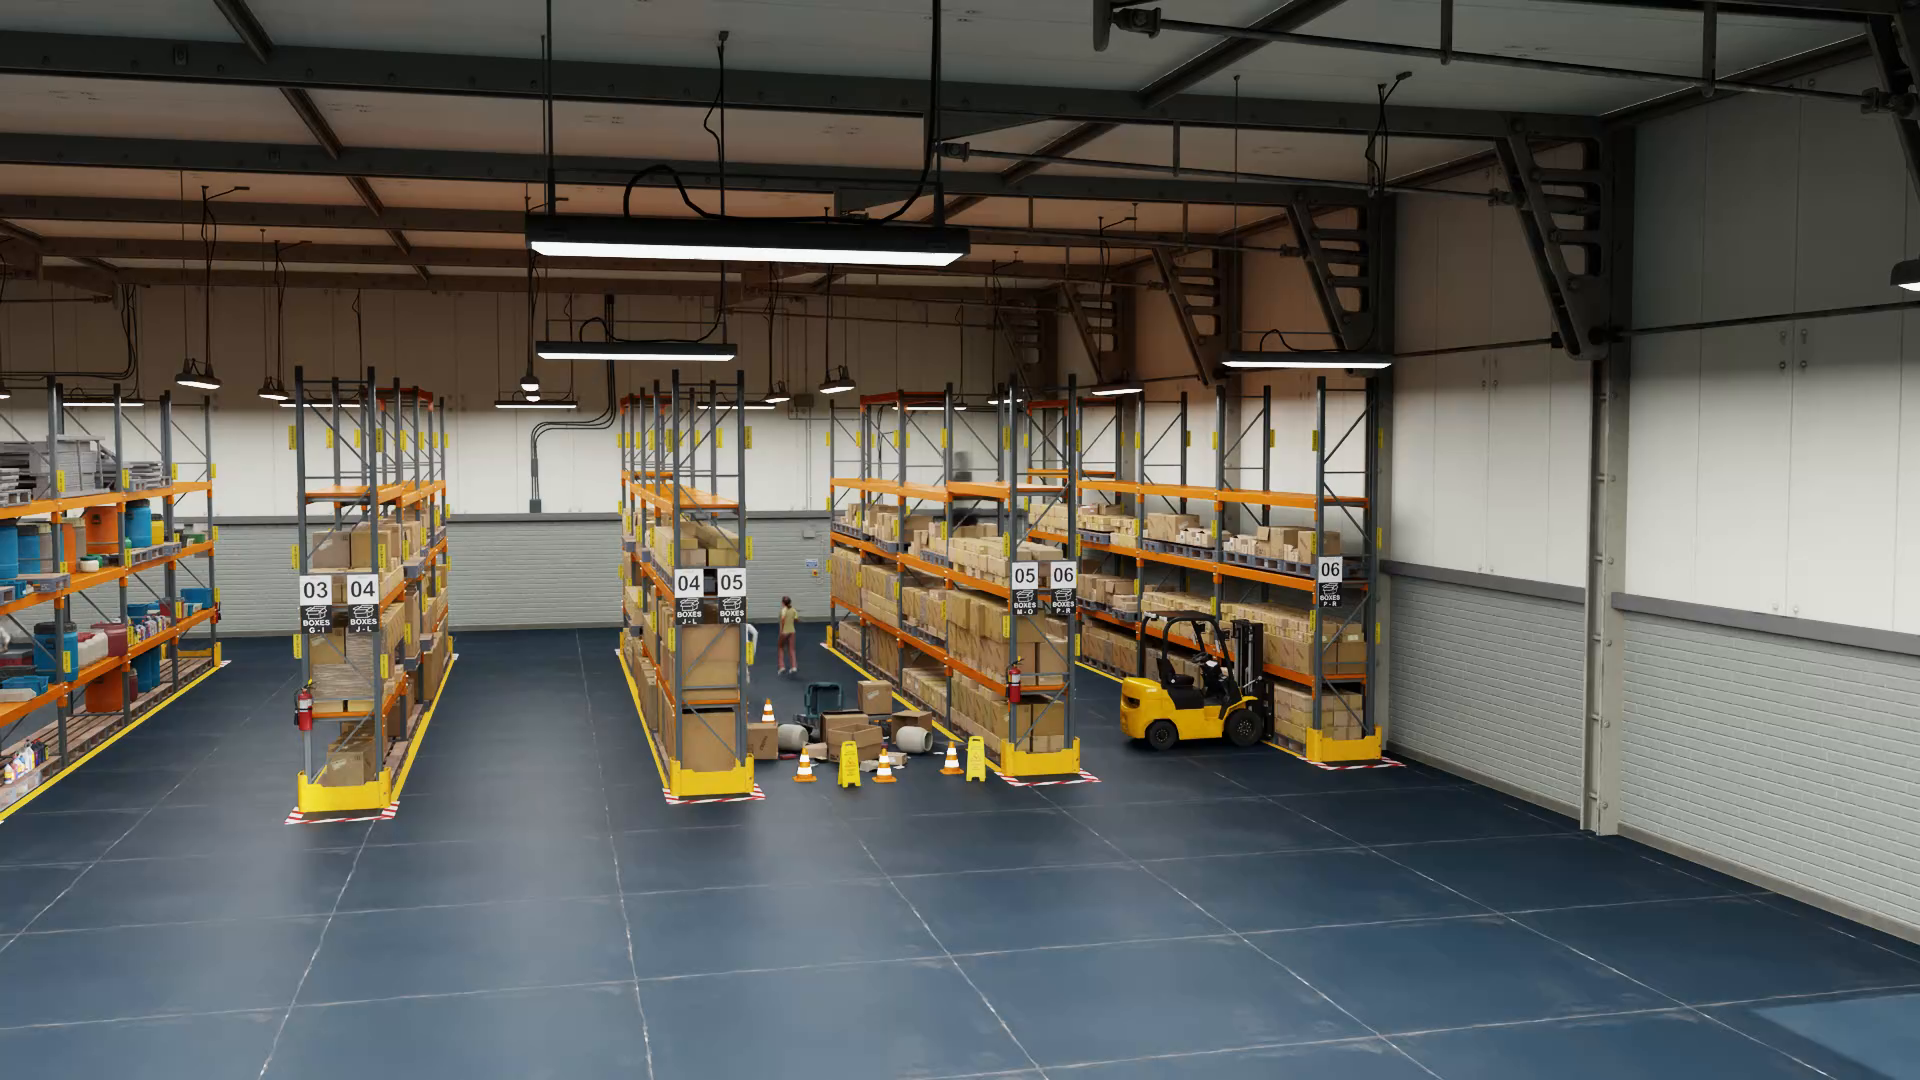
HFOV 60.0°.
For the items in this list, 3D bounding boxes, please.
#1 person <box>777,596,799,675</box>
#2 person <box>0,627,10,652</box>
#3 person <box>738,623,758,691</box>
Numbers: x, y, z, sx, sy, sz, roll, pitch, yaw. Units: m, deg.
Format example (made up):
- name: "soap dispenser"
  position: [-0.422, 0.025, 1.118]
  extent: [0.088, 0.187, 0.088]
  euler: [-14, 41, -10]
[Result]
- name: "person"
  position: [-3.642, 2.062, 35.451]
  extent: [0.547, 1.731, 0.756]
  euler: [-2, 4, -33]
- name: "person"
  position: [-18.916, 2.261, 32.531]
  extent: [0.508, 1.604, 0.667]
  euler: [-1, 4, -17]
- name: "person"
  position: [-4.391, 2.225, 33.251]
  extent: [0.604, 1.615, 0.622]
  euler: [-2, 4, -25]
